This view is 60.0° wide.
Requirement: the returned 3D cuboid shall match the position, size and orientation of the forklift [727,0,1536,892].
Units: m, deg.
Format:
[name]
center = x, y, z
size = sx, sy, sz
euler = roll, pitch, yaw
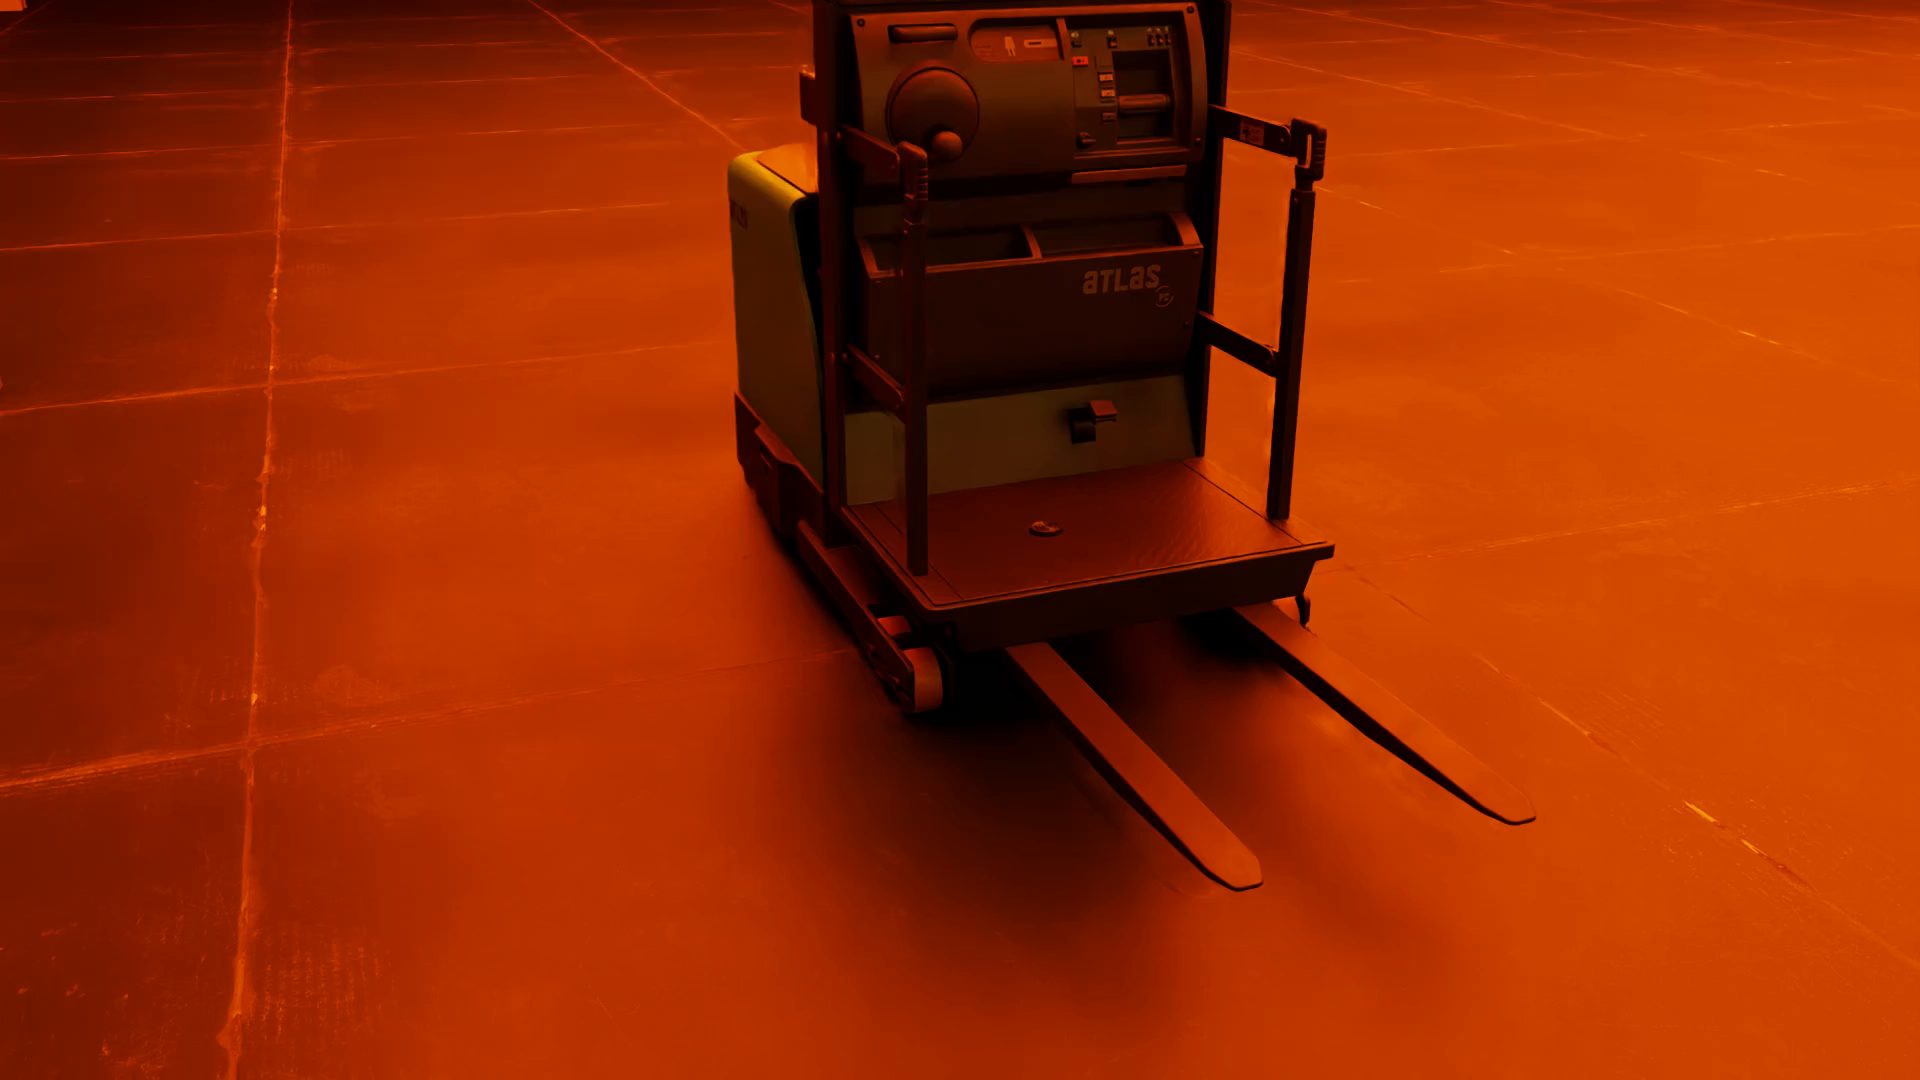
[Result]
[forklift]
center = 0.263, -1.108, 3.933
size = 1.130, 2.935, 3.031
euler = -9, 24, -19
